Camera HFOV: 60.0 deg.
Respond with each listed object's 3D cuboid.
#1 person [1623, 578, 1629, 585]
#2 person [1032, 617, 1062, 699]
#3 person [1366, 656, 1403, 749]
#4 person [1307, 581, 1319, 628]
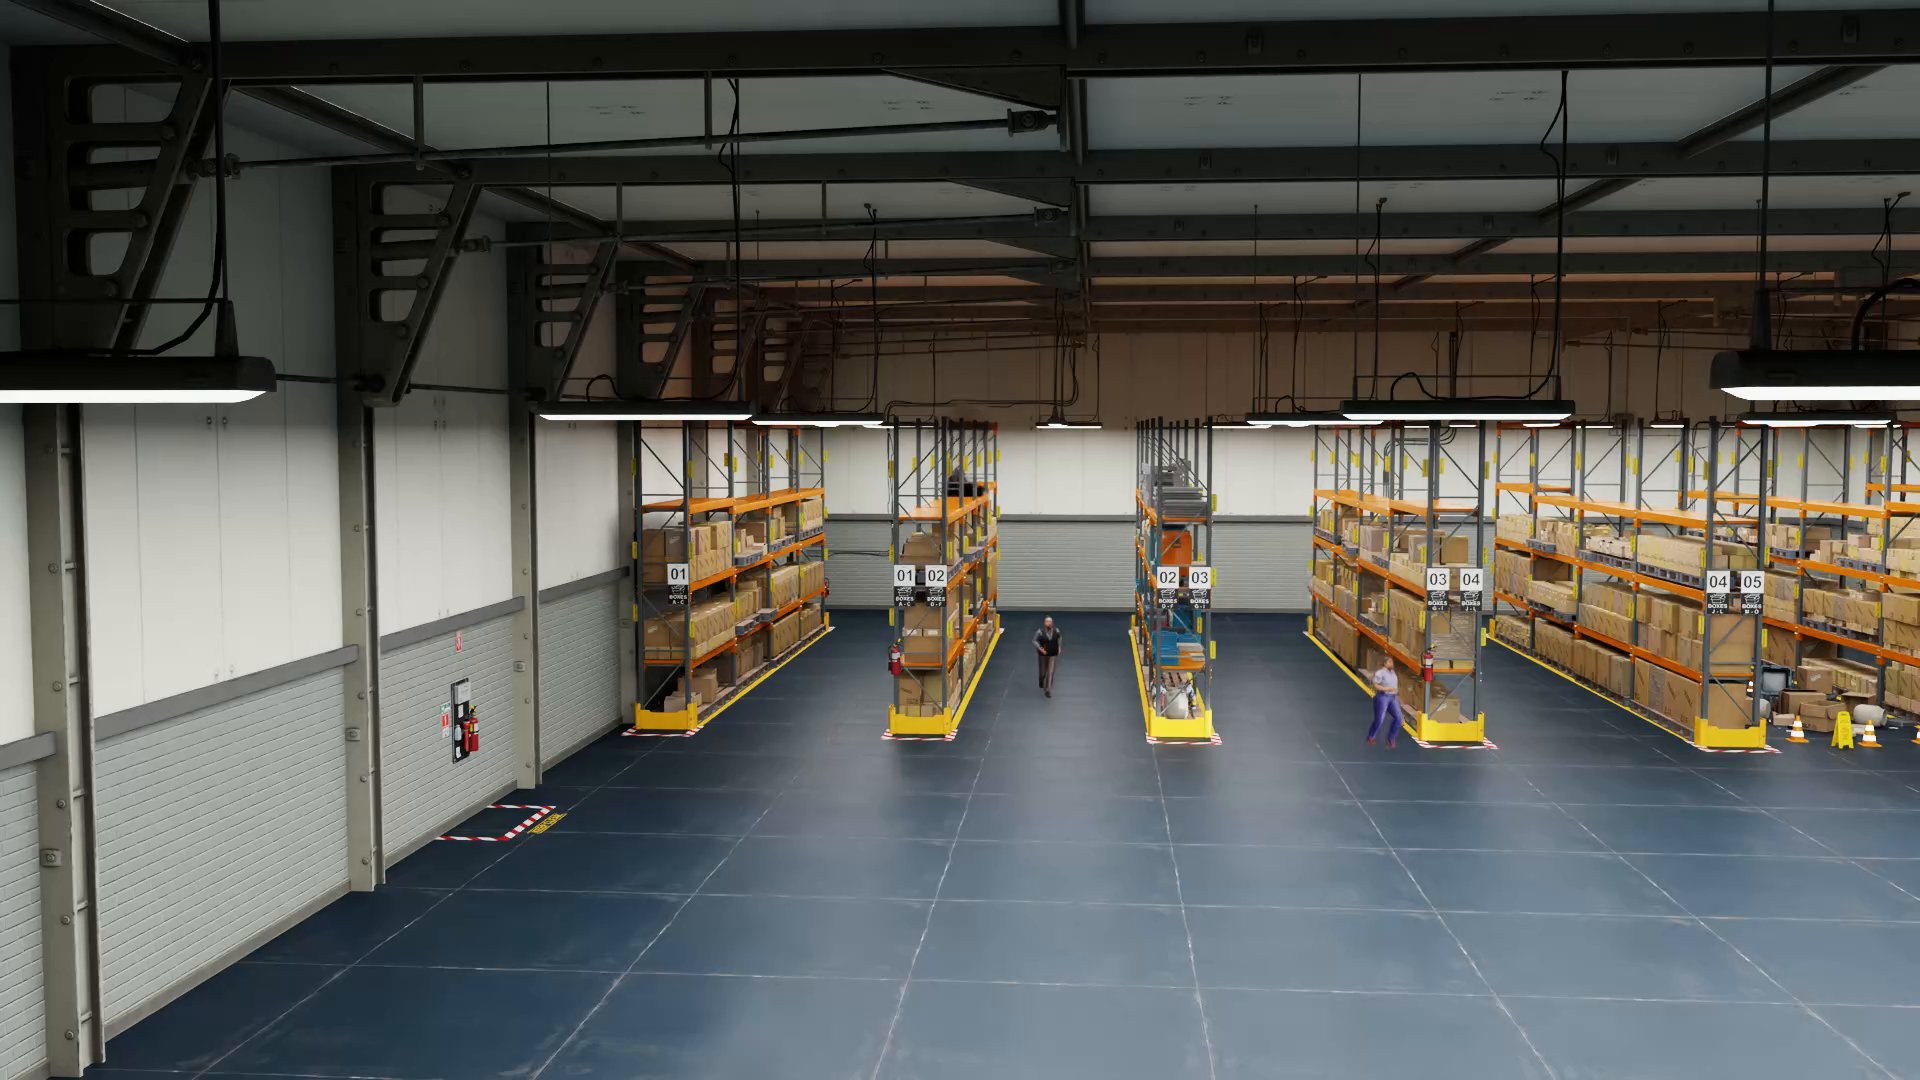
[{"bbox_3d":[18.925,1.832,47.328,0.769,1.655,0.607,0,4,-5],"label":"person"},{"bbox_3d":[1.897,2.523,36.078,0.683,1.714,0.945,-1,4,-8],"label":"person"},{"bbox_3d":[7.716,2.949,30.129,0.609,1.696,0.661,-2,4,-29],"label":"person"},{"bbox_3d":[10.365,1.718,48.048,0.627,1.770,0.720,1,4,15],"label":"person"}]
